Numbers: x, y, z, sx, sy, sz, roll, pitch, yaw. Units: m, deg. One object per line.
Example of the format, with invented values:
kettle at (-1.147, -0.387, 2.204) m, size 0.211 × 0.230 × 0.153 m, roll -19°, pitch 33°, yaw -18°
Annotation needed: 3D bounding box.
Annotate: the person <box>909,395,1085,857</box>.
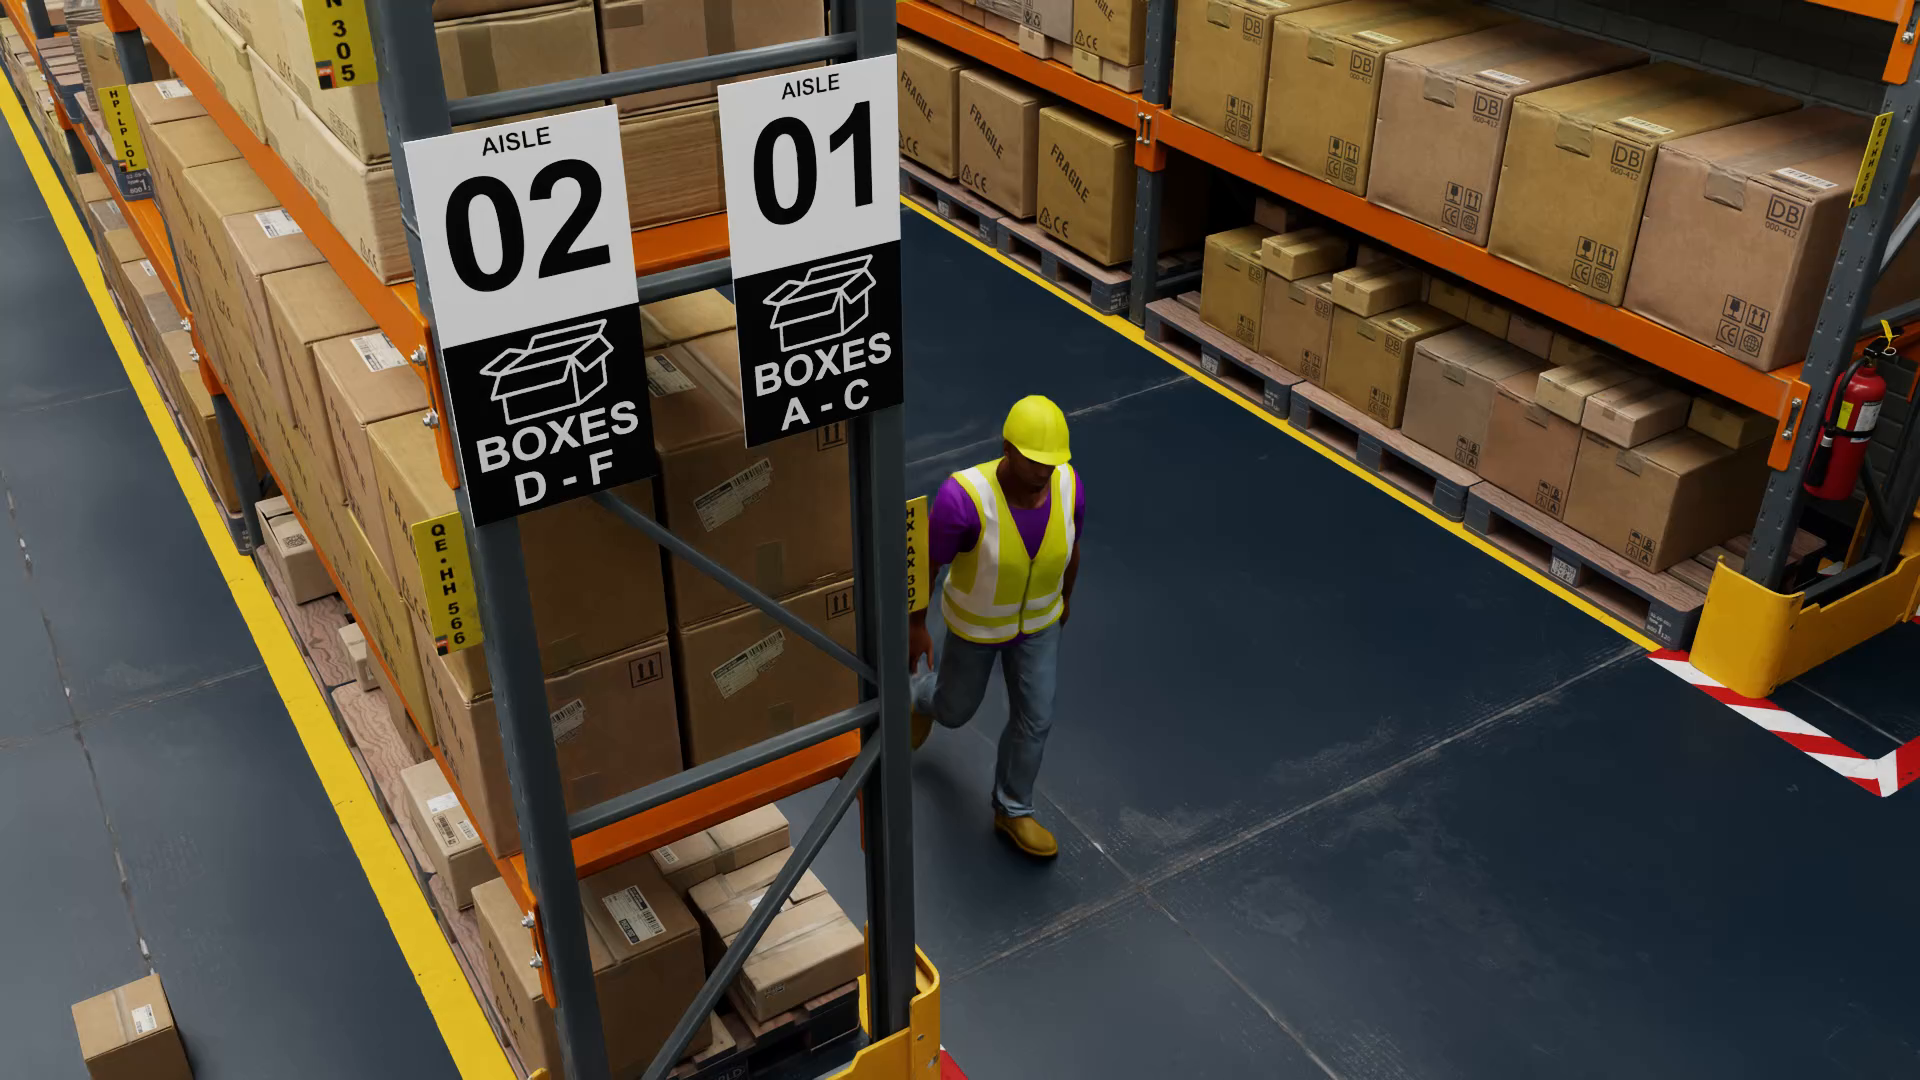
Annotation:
person at (0.082, 0.228, 5.773) m, size 0.665 × 1.731 × 0.865 m, roll -13°, pitch 35°, yaw -20°
